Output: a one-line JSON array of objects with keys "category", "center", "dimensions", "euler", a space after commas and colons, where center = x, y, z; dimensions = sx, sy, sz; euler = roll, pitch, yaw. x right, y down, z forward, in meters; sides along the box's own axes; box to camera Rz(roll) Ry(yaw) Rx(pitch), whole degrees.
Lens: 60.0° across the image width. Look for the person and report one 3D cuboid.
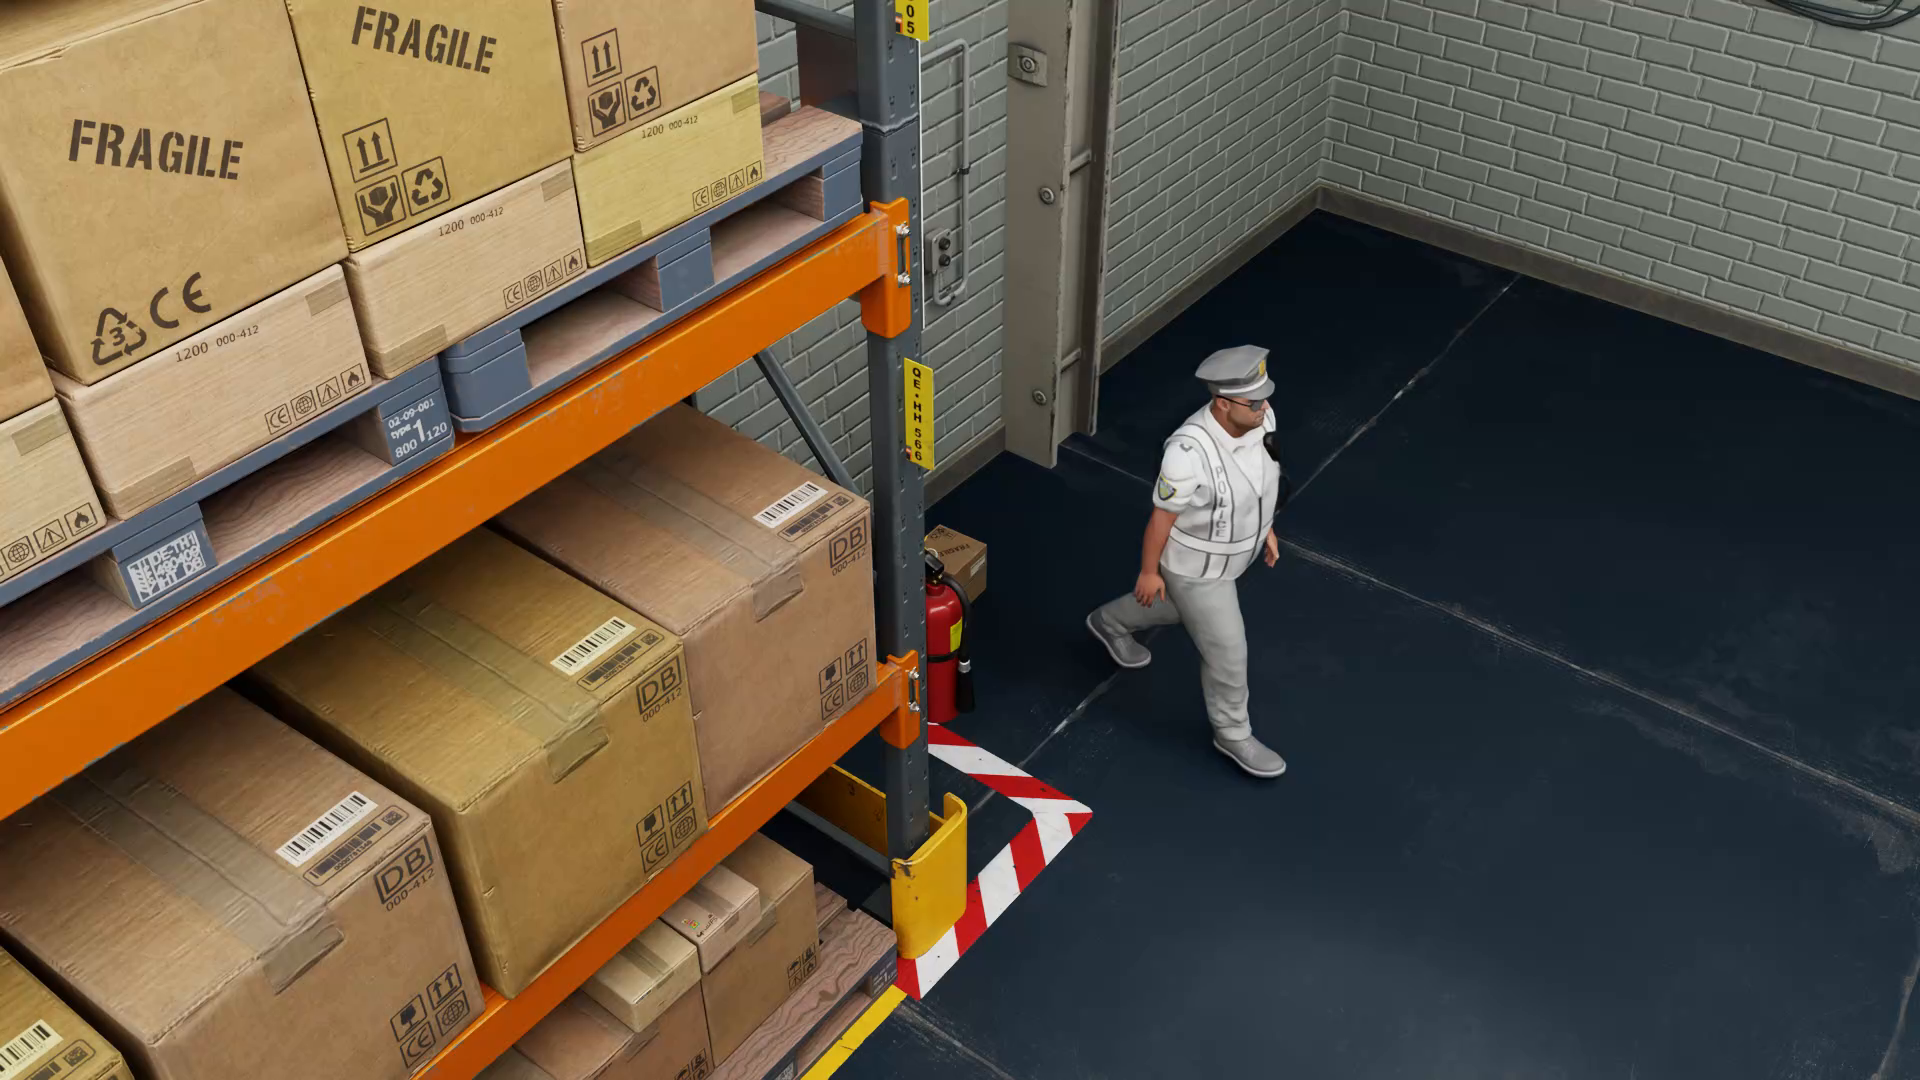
[{"category": "person", "center": [0.901, -0.004, 6.143], "dimensions": [1.034, 1.722, 0.557], "euler": [27, 46, 30]}]
